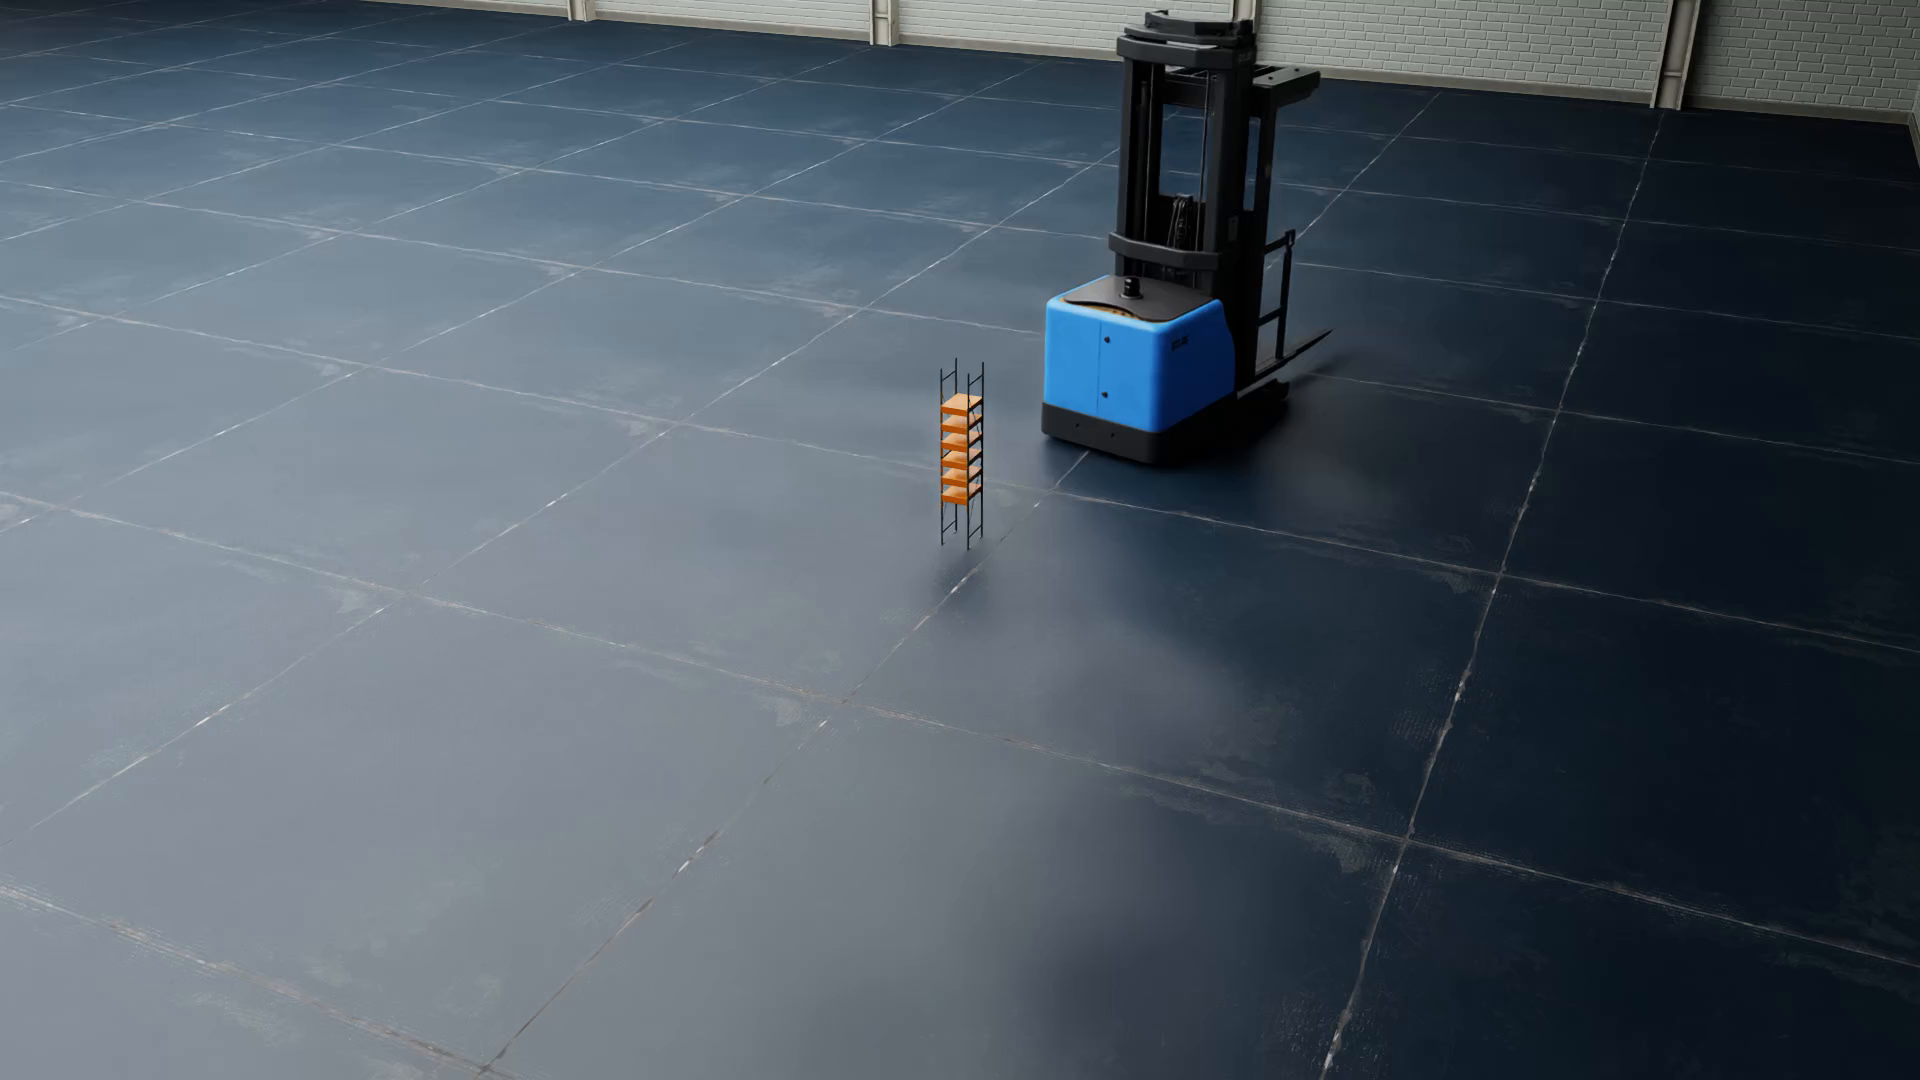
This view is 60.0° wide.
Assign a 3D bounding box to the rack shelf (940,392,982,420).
[{"bbox_3d":[0.013,-0.819,10.340,0.180,0.103,0.258,11,28,22],"label":"rack shelf"}]

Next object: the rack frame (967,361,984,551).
[{"bbox_3d":[0.096,-0.519,10.446,0.006,1.200,0.240,11,28,22],"label":"rack frame"}]

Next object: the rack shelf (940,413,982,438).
[{"bbox_3d":[0.013,-0.711,10.393,0.180,0.103,0.258,11,28,22],"label":"rack shelf"}]

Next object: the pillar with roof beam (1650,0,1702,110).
[{"bbox_3d":[7.909,-8.253,17.325,0.400,9.000,9.100,11,28,22],"label":"pillar with roof beam"}]

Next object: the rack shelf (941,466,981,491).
[{"bbox_3d":[0.013,-0.388,10.552,0.180,0.103,0.258,11,28,22],"label":"rack shelf"}]

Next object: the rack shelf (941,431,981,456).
[{"bbox_3d":[0.013,-0.603,10.446,0.180,0.103,0.258,11,28,22],"label":"rack shelf"}]

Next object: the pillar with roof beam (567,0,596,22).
[{"bbox_3d":[-8.476,-11.544,24.010,0.400,9.000,9.100,11,28,22],"label":"pillar with roof beam"}]

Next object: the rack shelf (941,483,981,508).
[{"bbox_3d":[0.013,-0.280,10.605,0.180,0.103,0.258,11,28,22],"label":"rack shelf"}]

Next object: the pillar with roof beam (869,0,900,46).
[{"bbox_3d":[-3.015,-10.447,21.781,0.400,9.000,9.100,11,28,22],"label":"pillar with roof beam"}]

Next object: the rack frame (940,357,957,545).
[{"bbox_3d":[-0.070,-0.552,10.514,0.006,1.200,0.240,11,28,22],"label":"rack frame"}]

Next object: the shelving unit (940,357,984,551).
[{"bbox_3d":[0.013,-0.536,10.480,0.189,1.200,0.258,11,28,22],"label":"shelving unit"}]

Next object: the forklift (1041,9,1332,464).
[{"bbox_3d":[1.898,-2.433,12.373,1.130,2.935,3.031,19,32,33],"label":"forklift"}]

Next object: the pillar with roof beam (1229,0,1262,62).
[{"bbox_3d":[2.447,-9.350,19.553,0.400,9.000,9.100,11,28,22],"label":"pillar with roof beam"}]

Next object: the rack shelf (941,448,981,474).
[{"bbox_3d":[0.013,-0.496,10.499,0.180,0.103,0.258,11,28,22],"label":"rack shelf"}]
